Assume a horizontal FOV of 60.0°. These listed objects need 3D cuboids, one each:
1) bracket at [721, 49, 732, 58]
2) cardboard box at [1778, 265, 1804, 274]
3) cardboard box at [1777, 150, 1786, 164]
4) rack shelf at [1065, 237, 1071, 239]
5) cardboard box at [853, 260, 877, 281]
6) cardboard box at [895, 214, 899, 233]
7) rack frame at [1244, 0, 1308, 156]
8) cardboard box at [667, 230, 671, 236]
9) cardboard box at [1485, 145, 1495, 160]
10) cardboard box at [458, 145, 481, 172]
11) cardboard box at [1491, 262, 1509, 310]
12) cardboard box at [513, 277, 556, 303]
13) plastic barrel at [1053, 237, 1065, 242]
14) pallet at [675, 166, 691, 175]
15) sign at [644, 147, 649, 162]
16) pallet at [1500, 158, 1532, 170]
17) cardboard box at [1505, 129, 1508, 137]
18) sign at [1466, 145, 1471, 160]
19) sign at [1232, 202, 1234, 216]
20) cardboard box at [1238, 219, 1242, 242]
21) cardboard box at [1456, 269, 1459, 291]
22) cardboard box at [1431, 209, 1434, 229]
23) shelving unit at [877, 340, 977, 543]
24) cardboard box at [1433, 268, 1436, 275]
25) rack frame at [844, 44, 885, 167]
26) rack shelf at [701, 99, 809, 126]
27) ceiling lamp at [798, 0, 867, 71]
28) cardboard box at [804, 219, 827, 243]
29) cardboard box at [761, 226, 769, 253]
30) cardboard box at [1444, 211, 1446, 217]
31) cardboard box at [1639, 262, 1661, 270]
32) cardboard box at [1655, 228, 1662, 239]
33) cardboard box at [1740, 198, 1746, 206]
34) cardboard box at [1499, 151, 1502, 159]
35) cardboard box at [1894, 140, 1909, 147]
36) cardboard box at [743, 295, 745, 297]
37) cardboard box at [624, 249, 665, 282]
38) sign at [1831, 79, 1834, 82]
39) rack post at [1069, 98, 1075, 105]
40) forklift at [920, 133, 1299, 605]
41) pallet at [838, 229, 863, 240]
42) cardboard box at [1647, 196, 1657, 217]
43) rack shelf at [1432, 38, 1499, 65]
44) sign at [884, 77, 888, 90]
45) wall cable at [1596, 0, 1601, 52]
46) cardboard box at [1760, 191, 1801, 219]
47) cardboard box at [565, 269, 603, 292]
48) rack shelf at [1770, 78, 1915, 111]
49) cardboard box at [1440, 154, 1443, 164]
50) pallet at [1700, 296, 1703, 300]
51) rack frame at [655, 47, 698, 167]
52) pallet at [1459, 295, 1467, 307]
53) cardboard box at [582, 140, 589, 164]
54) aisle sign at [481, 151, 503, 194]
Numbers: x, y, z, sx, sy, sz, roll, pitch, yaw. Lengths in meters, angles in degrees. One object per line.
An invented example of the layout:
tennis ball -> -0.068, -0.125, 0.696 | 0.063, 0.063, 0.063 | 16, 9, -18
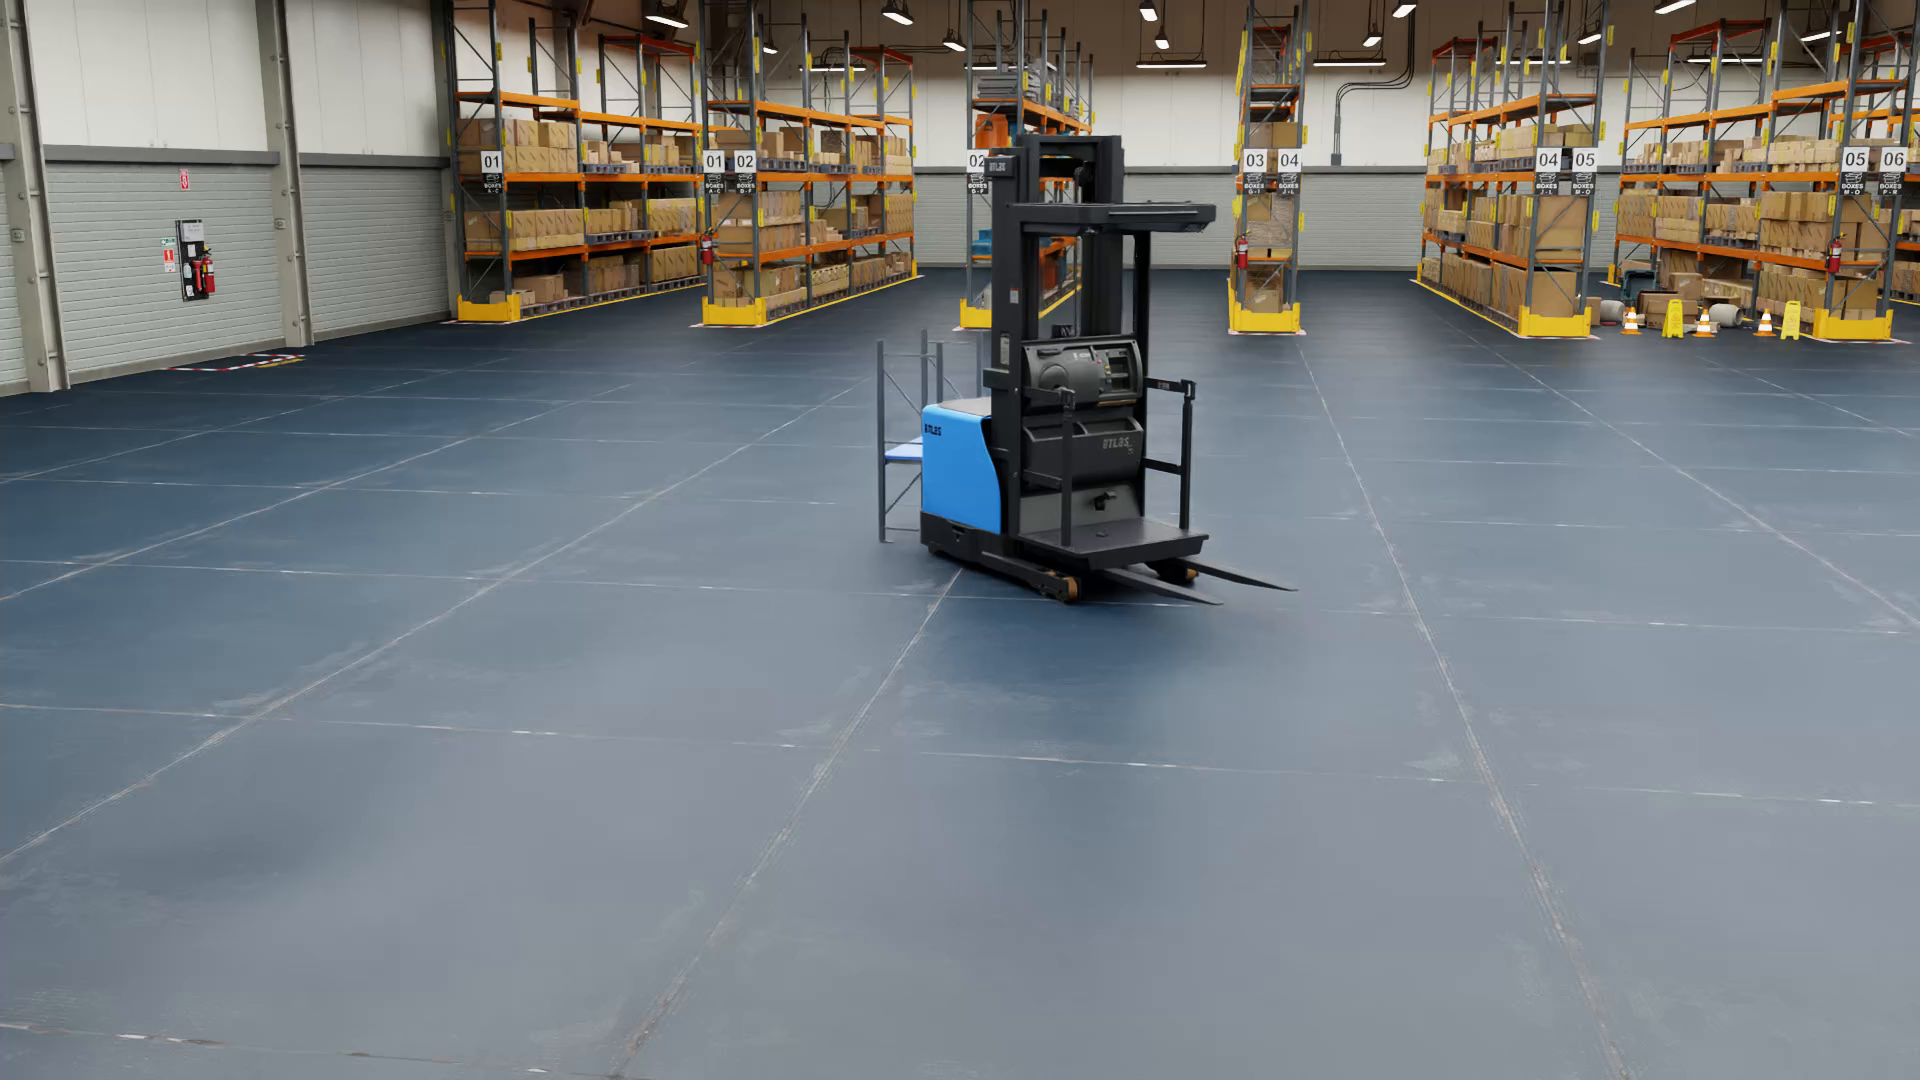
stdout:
bracket -> -6.854, -14.241, 48.668 | 0.235, 0.232, 0.430 | 2, 12, 9
cardboard box -> 15.377, -4.999, 30.780 | 0.380, 0.149, 0.250 | 3, 12, 12
cardboard box -> 15.520, -7.104, 30.865 | 0.500, 0.250, 0.500 | 2, 12, 8
rack shelf -> 2.165, -7.230, 40.165 | 0.919, 0.124, 3.809 | 2, 12, 9
cardboard box -> -2.376, -6.738, 41.527 | 0.500, 0.500, 0.500 | 2, 12, 9
cardboard box -> -1.919, -8.421, 44.209 | 0.500, 0.500, 0.500 | 2, 12, 8
rack frame -> 5.521, -8.177, 29.074 | 1.000, 3.000, 0.127 | 2, 12, 9
cardboard box -> -7.427, -7.658, 41.458 | 0.380, 0.149, 0.250 | 2, 12, 9
cardboard box -> 11.074, -7.944, 34.091 | 0.500, 0.311, 0.500 | 1, 12, 7
cardboard box -> -9.348, -7.345, 32.053 | 0.500, 0.500, 0.500 | 3, 12, 13
cardboard box -> 10.856, -4.933, 32.309 | 0.875, 0.875, 0.875 | 2, 12, 10
cardboard box -> -8.717, -5.129, 34.064 | 0.700, 0.500, 0.500 | 1, 12, 5
plastic barrel -> 2.085, -7.030, 37.670 | 0.600, 0.536, 0.708 | 2, 12, 9
pallet -> -7.409, -9.404, 42.342 | 0.805, 0.209, 1.217 | 1, 12, 6
sign -> -7.396, -9.092, 39.214 | 0.100, 0.325, 0.005 | 2, 12, 9
pallet -> 10.886, -7.148, 31.631 | 1.003, 0.211, 1.213 | 2, 12, 9
cardboard box -> 10.553, -7.712, 31.506 | 0.380, 0.149, 0.250 | 2, 12, 8
sign -> 11.101, -8.465, 36.303 | 0.100, 0.325, 0.005 | 2, 12, 9
sign -> 6.818, -8.221, 41.280 | 0.100, 0.325, 0.005 | 2, 12, 9
cardboard box -> 5.591, -5.660, 30.692 | 0.875, 0.500, 0.500 | 2, 12, 9
cardboard box -> 11.480, -5.856, 37.484 | 0.500, 0.500, 0.500 | 2, 12, 8
cardboard box -> 12.308, -8.183, 42.398 | 0.500, 0.500, 0.500 | 2, 12, 7
shelving unit -> -0.216, -0.810, 12.690 | 0.500, 1.500, 1.039 | 4, 13, 17
cardboard box -> 12.040, -6.706, 41.555 | 0.380, 0.149, 0.250 | 1, 12, 7
rack frame -> -2.421, -10.996, 42.158 | 1.000, 3.000, 0.127 | 2, 12, 9
rack shelf -> -3.959, -8.367, 32.617 | 1.077, 0.370, 4.000 | 2, 12, 9
ceiling lamp -> -3.793, -15.319, 48.361 | 2.000, 3.185, 0.800 | 2, 12, 9
cardboard box -> -3.278, -6.930, 37.293 | 0.500, 0.500, 0.500 | 1, 12, 6
cardboard box -> -4.106, -5.821, 32.145 | 0.700, 0.500, 0.500 | 2, 12, 10
cardboard box -> 11.579, -7.650, 39.056 | 0.380, 0.149, 0.250 | 2, 12, 8
cardboard box -> 17.498, -6.687, 41.488 | 0.875, 0.438, 0.875 | 2, 12, 7
cardboard box -> 16.830, -7.264, 39.438 | 0.500, 0.250, 0.500 | 2, 12, 7
cardboard box -> 15.888, -6.777, 33.341 | 0.380, 0.149, 0.250 | 1, 12, 6
cardboard box -> 10.630, -7.428, 32.082 | 0.380, 0.149, 0.250 | 2, 12, 8
cardboard box -> 21.673, -9.155, 38.407 | 0.396, 0.266, 0.258 | 2, 12, 8
cardboard box -> -4.411, -4.652, 32.492 | 0.500, 0.250, 0.500 | 2, 12, 9
cardboard box -> -7.689, -6.694, 40.540 | 0.750, 0.750, 0.750 | 2, 12, 8
sign -> 22.143, -11.539, 42.271 | 0.100, 0.325, 0.005 | 2, 12, 9
rack post -> 2.312, -10.624, 40.609 | 0.937, 0.300, 0.954 | 2, 12, 8
forklift -> 0.942, -1.146, 10.854 | 1.130, 2.935, 3.031 | -8, 14, -33
pallet -> -3.002, -7.281, 39.612 | 1.213, 0.211, 1.003 | 2, 12, 9
cardboard box -> 16.958, -8.066, 40.189 | 0.500, 0.500, 0.500 | 2, 12, 8
rack shelf -> 12.560, -12.182, 41.479 | 1.077, 0.370, 4.000 | 2, 12, 9
sign -> -1.872, -11.514, 41.965 | 0.100, 0.325, 0.005 | 2, 12, 9
wall cable -> 17.335, -15.639, 48.035 | 2.355, 3.000, 0.029 | 2, 12, 9
cardboard box -> 15.646, -6.354, 31.540 | 0.700, 0.500, 0.500 | 2, 12, 8
cardboard box -> -8.420, -5.814, 37.241 | 0.700, 0.500, 0.500 | 2, 12, 8
rack shelf -> 15.621, -7.919, 29.592 | 1.077, 0.370, 4.000 | 2, 12, 9
cardboard box -> 12.163, -9.410, 41.086 | 0.500, 0.250, 0.500 | 1, 12, 6
pallet -> 16.422, -5.062, 35.483 | 1.003, 0.211, 1.213 | 2, 12, 9
rack frame -> -7.317, -11.156, 42.899 | 1.000, 3.000, 0.127 | 2, 12, 9
pallet -> 11.441, -5.203, 36.134 | 1.003, 0.211, 1.213 | 2, 12, 9
cardboard box -> -8.384, -8.390, 35.949 | 0.500, 0.500, 0.500 | 4, 13, 17
aisle sign -> -8.877, -6.972, 31.552 | 0.394, 0.787, 0.004 | 2, 12, 9
